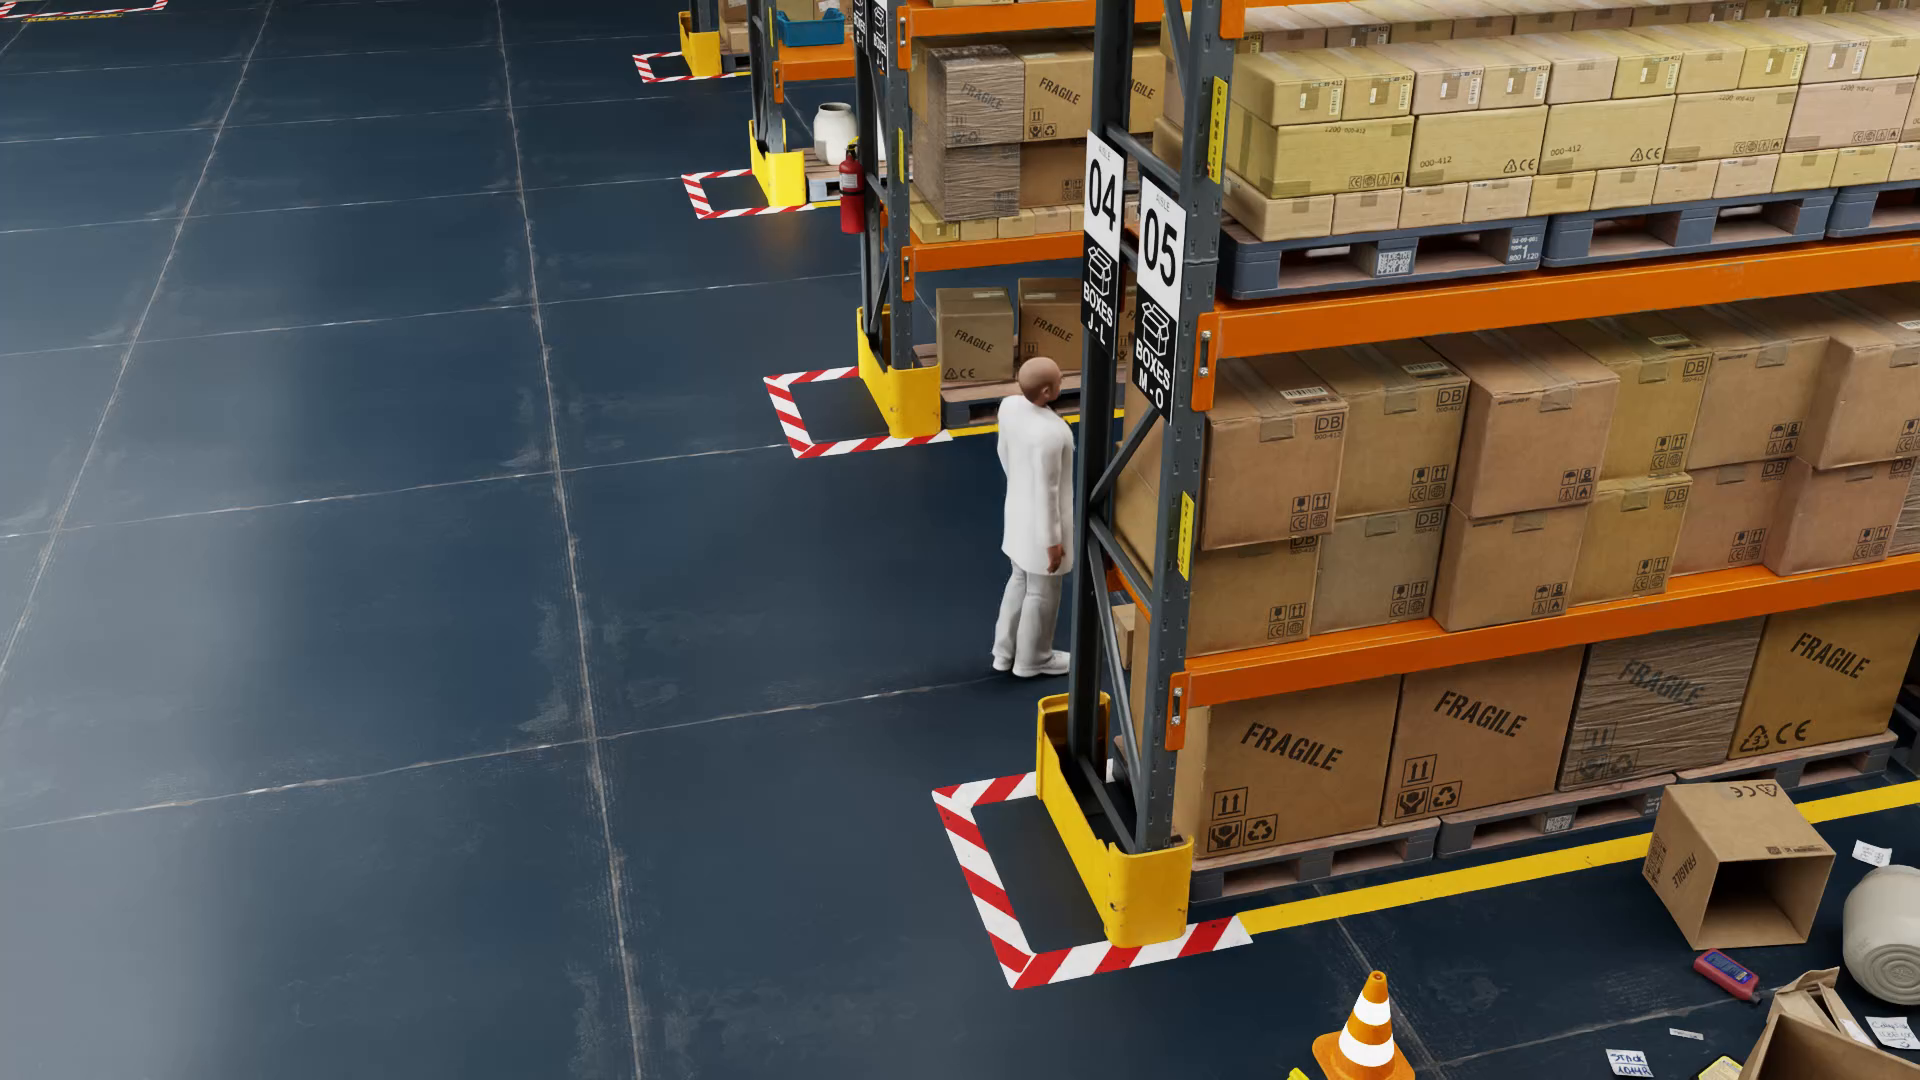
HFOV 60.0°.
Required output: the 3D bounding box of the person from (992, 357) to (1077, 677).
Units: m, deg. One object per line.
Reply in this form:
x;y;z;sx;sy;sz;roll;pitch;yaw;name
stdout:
0.384;-0.114;8.425;0.450;1.776;0.630;-13;32;-22;person
